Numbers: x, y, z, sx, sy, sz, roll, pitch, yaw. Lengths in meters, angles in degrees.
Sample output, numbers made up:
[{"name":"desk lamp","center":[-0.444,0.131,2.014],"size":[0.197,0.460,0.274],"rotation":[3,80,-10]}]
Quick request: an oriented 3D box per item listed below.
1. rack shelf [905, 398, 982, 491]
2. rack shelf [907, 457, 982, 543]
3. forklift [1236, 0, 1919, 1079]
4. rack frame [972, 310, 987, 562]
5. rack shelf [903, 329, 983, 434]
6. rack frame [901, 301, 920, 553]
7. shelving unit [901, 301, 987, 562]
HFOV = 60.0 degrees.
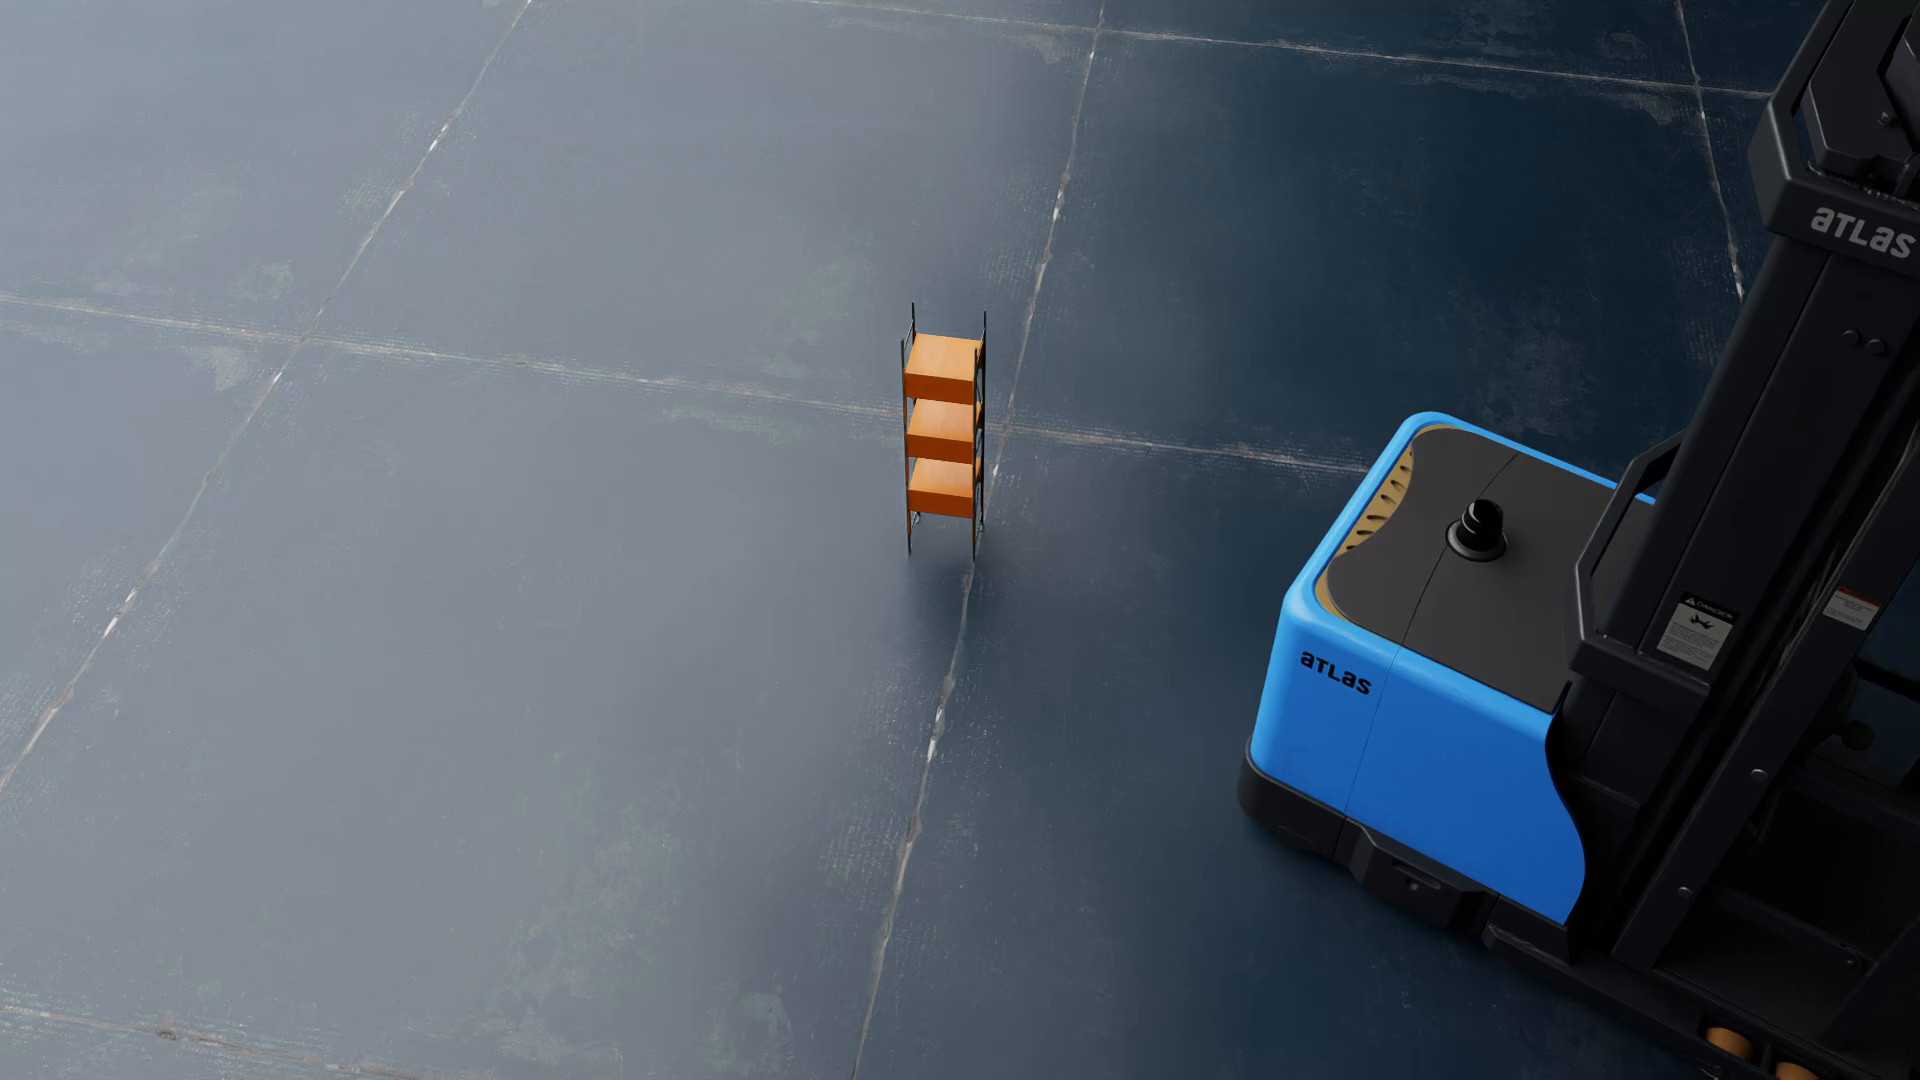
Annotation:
[{"name":"rack shelf","center":[-0.053,-0.351,5.874],"size":[0.240,0.259,0.215],"rotation":[8,49,7]},{"name":"rack shelf","center":[-0.053,-0.165,6.080],"size":[0.240,0.259,0.215],"rotation":[8,49,7]},{"name":"forklift","center":[2.411,0.215,4.086],"size":[3.031,2.935,1.130],"rotation":[26,53,22]},{"name":"rack frame","center":[0.067,-0.342,5.851],"size":[0.008,1.050,0.200],"rotation":[8,49,7]},{"name":"rack shelf","center":[-0.053,-0.541,5.663],"size":[0.240,0.259,0.215],"rotation":[8,49,7]},{"name":"rack frame","center":[-0.173,-0.374,5.880],"size":[0.008,1.050,0.200],"rotation":[8,49,7]},{"name":"shelving unit","center":[-0.053,-0.358,5.866],"size":[0.252,1.050,0.215],"rotation":[8,49,7]}]
